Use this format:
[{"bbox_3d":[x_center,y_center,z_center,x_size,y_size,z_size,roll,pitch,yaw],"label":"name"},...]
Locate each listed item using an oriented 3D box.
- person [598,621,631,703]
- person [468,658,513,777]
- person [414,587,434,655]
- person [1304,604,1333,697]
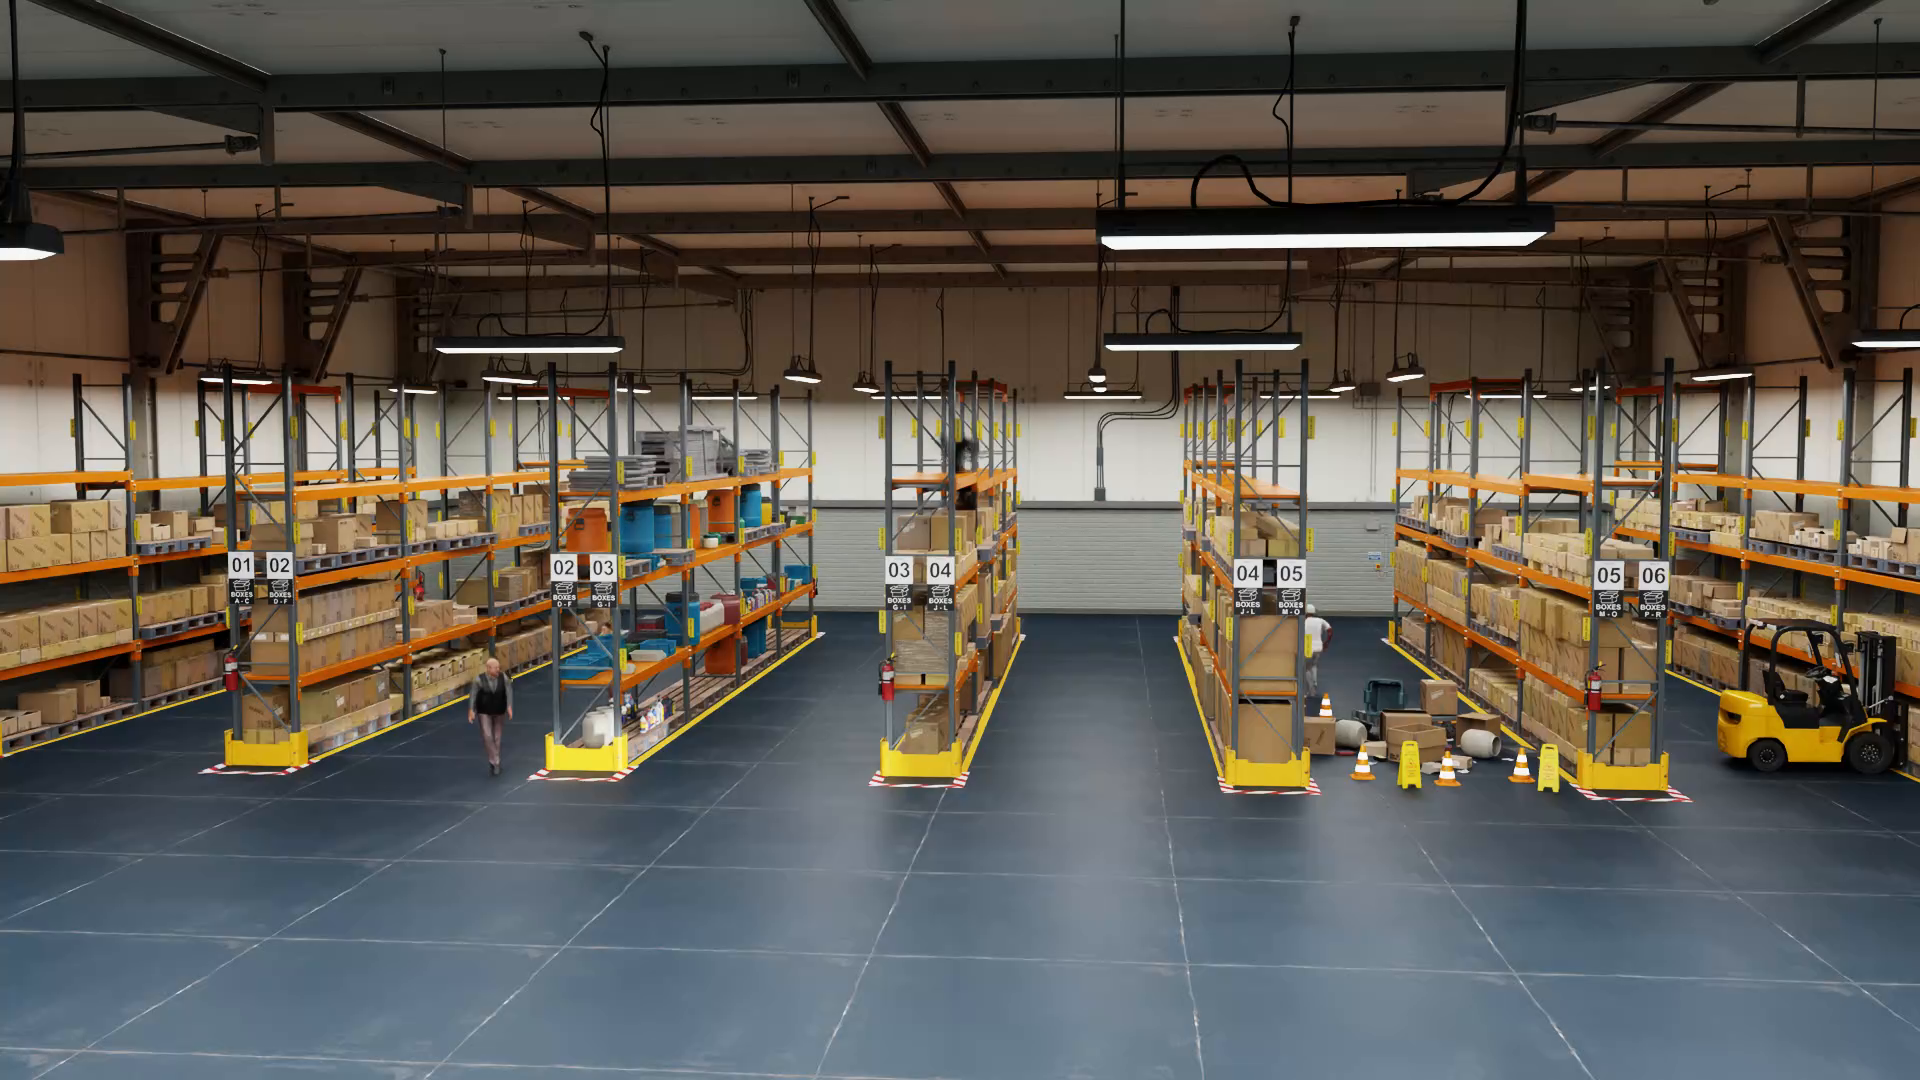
[{"bbox_3d":[-6.394,2.225,30.644,0.625,1.529,0.818,-1,4,-11],"label":"person"},{"bbox_3d":[-6.871,2.609,24.350,0.640,1.602,0.765,-2,4,-28],"label":"person"},{"bbox_3d":[-11.313,1.843,34.953,0.659,1.729,0.644,0,4,6],"label":"person"},{"bbox_3d":[6.614,2.075,31.342,0.731,1.734,0.723,0,4,-3],"label":"person"}]
